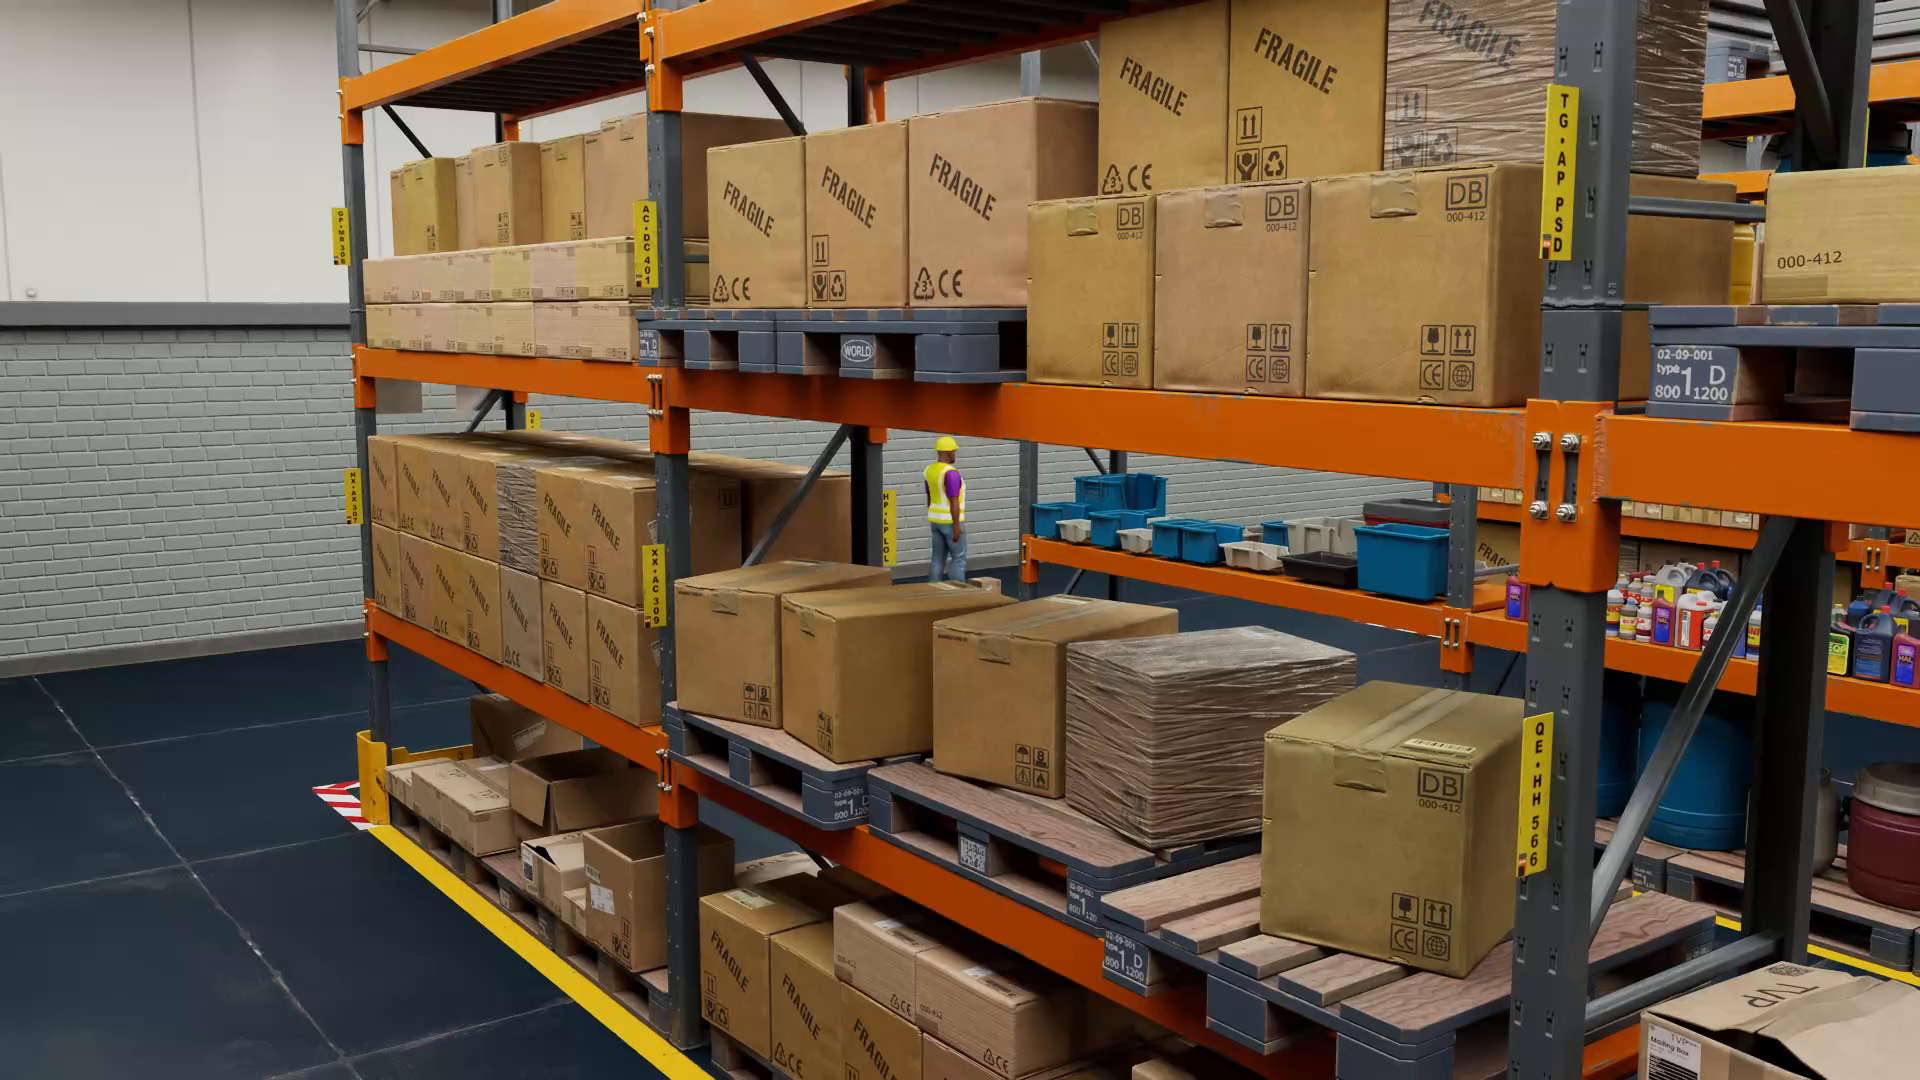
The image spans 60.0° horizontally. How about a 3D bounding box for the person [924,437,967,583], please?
[{"bbox_3d":[-0.102,-0.179,17.056,0.448,1.769,0.566,-5,9,-34],"label":"person"}]
